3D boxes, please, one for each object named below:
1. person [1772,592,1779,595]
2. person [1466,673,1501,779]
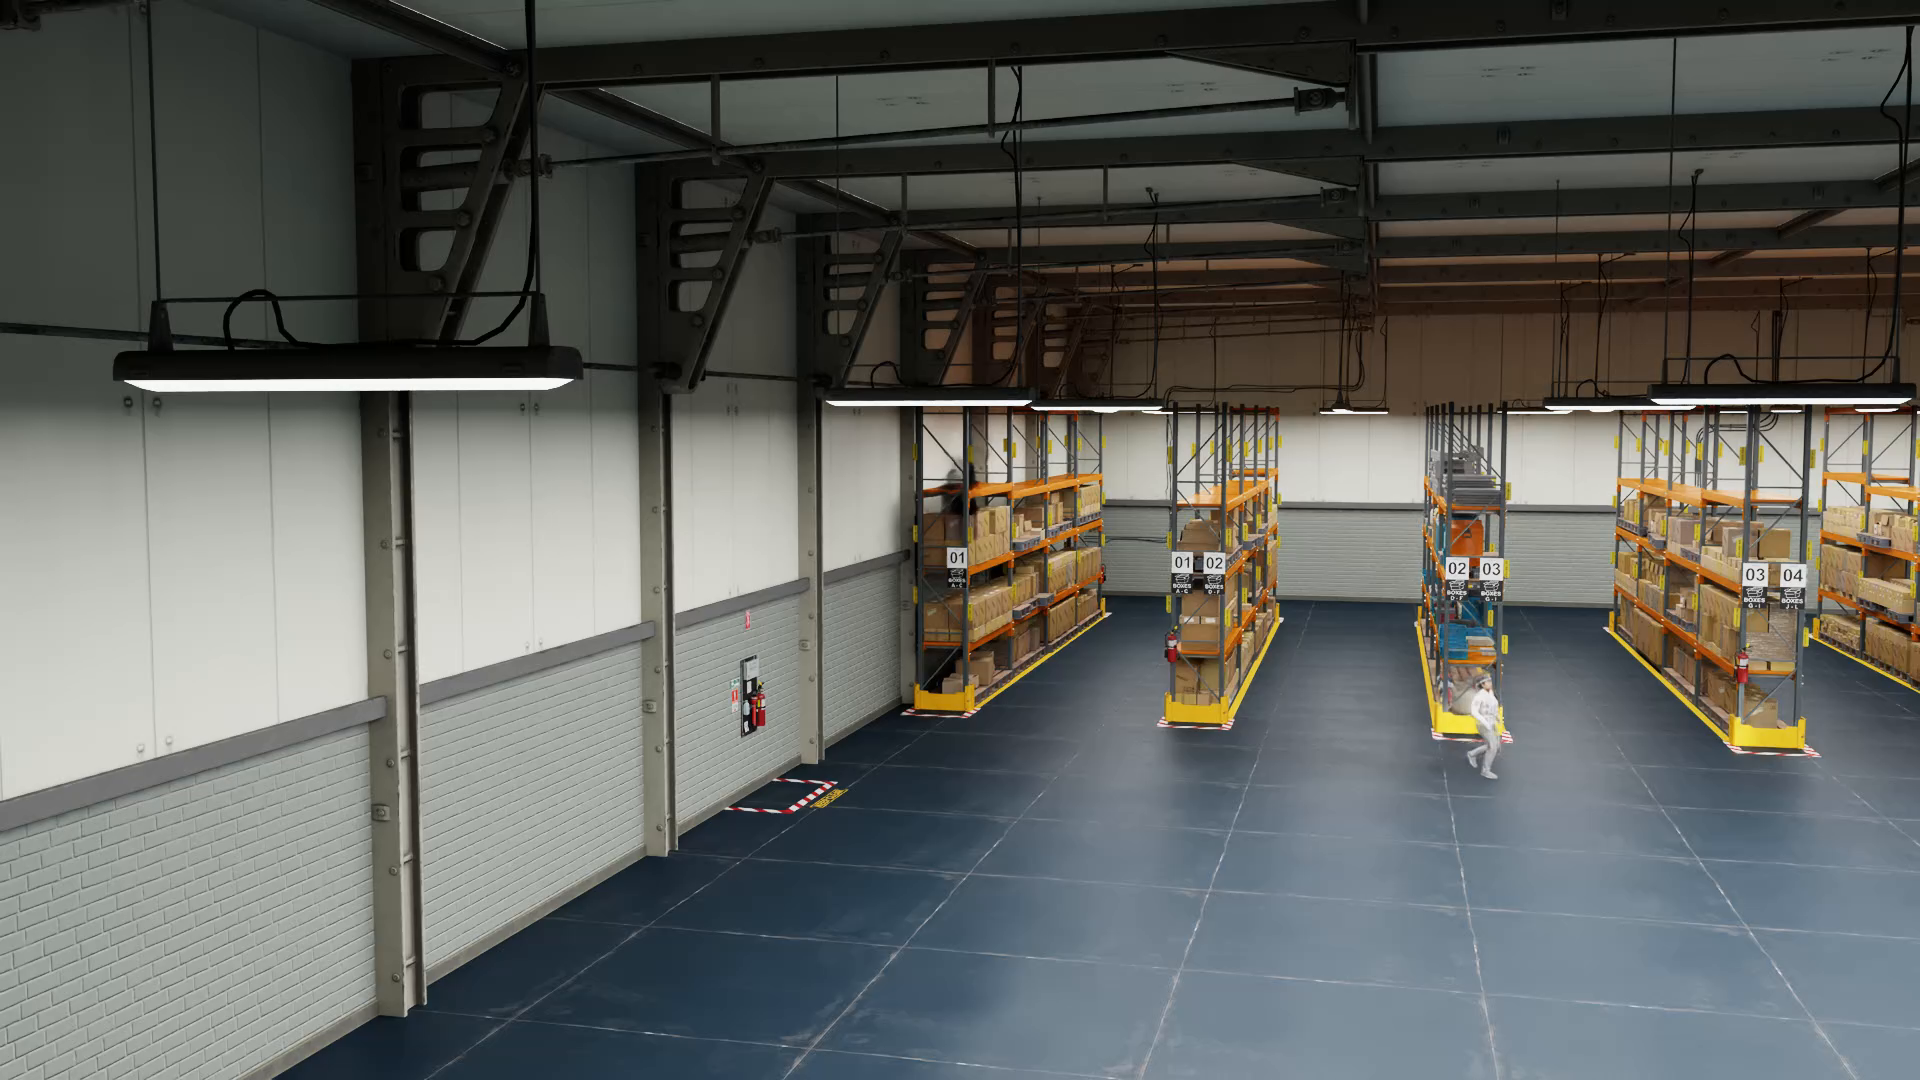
[{"bbox_3d":[21.387,1.594,44.242,0.952,1.710,0.836,0,4,-3],"label":"person"},{"bbox_3d":[8.347,2.944,26.518,0.518,1.673,0.616,4,6,44],"label":"person"}]
